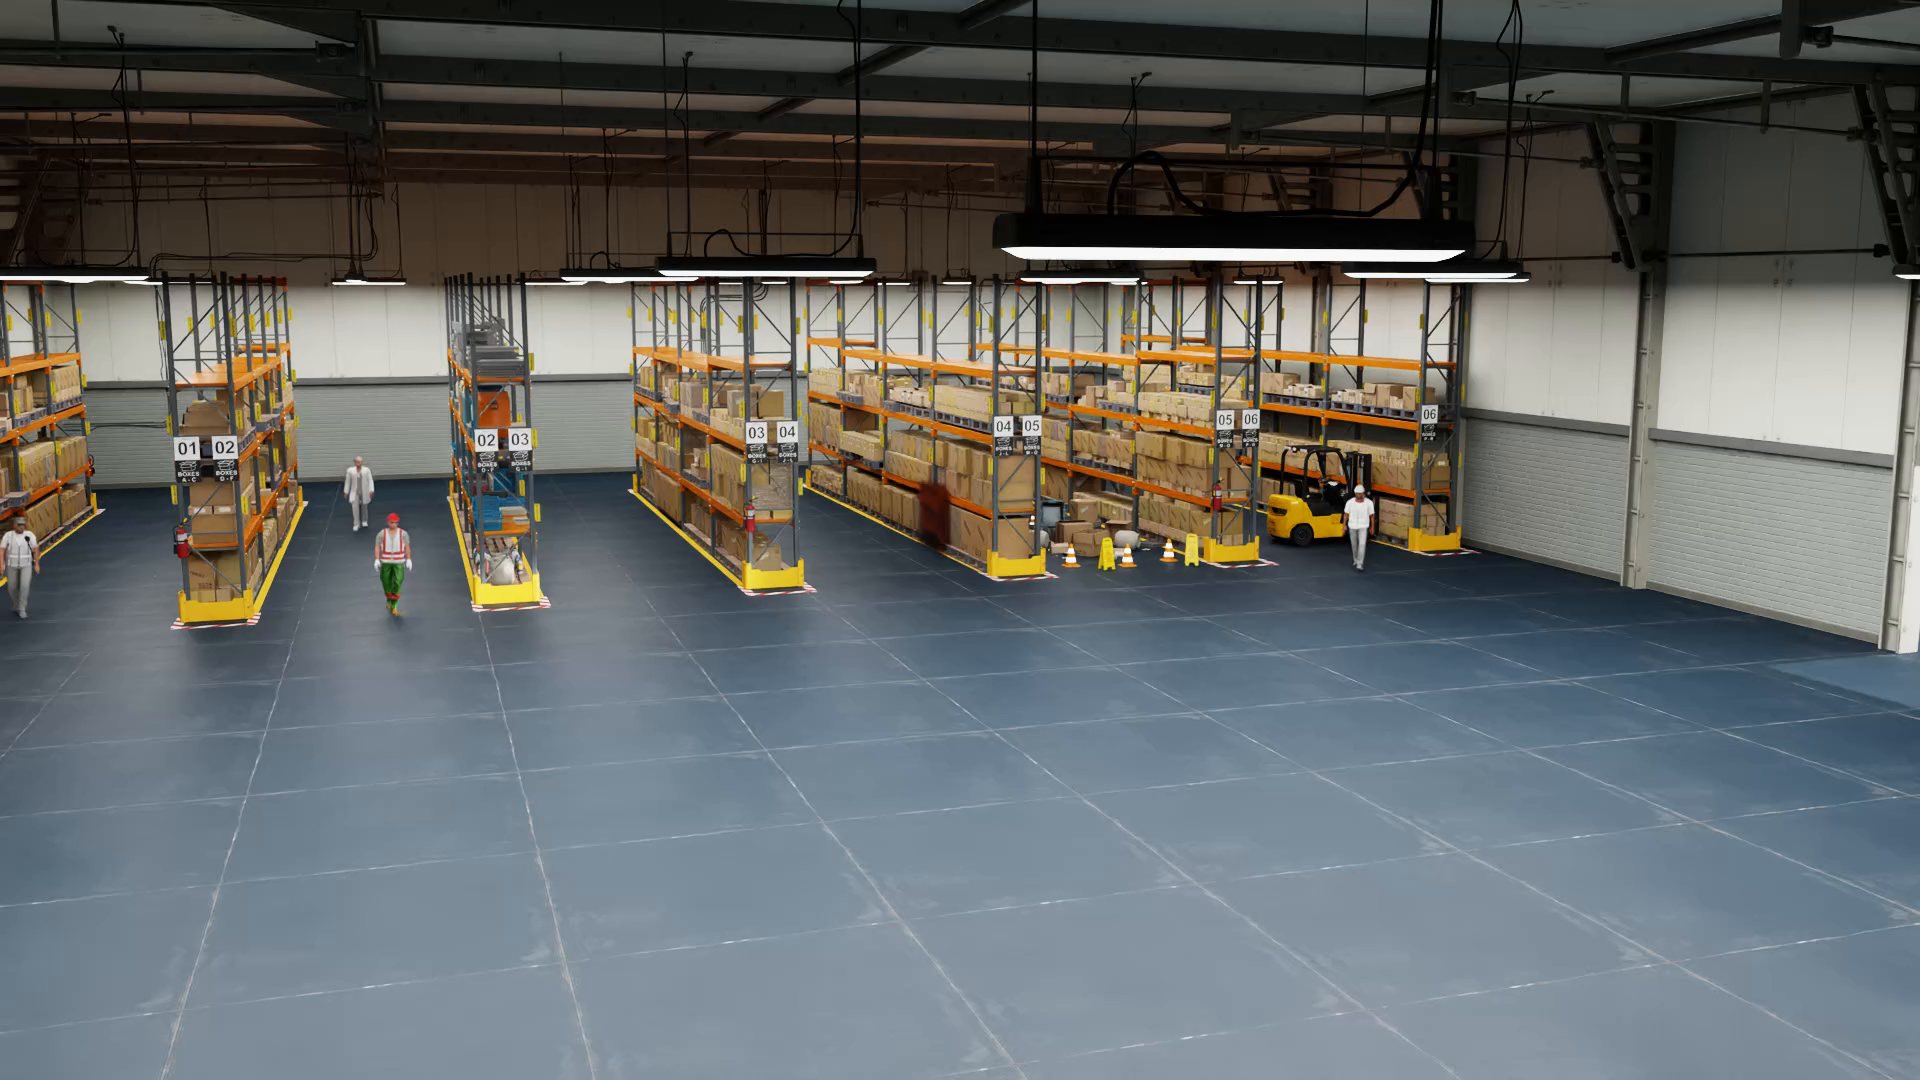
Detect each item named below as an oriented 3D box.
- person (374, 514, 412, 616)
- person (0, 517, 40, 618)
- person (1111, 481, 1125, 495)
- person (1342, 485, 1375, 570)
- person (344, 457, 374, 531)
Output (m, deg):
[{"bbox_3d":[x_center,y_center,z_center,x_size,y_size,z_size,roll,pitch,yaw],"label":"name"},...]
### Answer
[{"bbox_3d":[-10.071,0.422,29.557,0.639,1.795,0.719,-3,9,-19],"label":"person"},{"bbox_3d":[-16.614,0.468,29.383,0.625,1.777,0.761,-5,10,-31],"label":"person"},{"bbox_3d":[4.409,-2.045,46.181,0.383,1.679,0.505,8,11,41],"label":"person"},{"bbox_3d":[8.137,-0.271,34.034,0.600,1.705,1.030,4,10,27],"label":"person"},{"bbox_3d":[-14.325,-1.126,39.617,0.704,1.719,1.102,-3,9,-17],"label":"person"}]
